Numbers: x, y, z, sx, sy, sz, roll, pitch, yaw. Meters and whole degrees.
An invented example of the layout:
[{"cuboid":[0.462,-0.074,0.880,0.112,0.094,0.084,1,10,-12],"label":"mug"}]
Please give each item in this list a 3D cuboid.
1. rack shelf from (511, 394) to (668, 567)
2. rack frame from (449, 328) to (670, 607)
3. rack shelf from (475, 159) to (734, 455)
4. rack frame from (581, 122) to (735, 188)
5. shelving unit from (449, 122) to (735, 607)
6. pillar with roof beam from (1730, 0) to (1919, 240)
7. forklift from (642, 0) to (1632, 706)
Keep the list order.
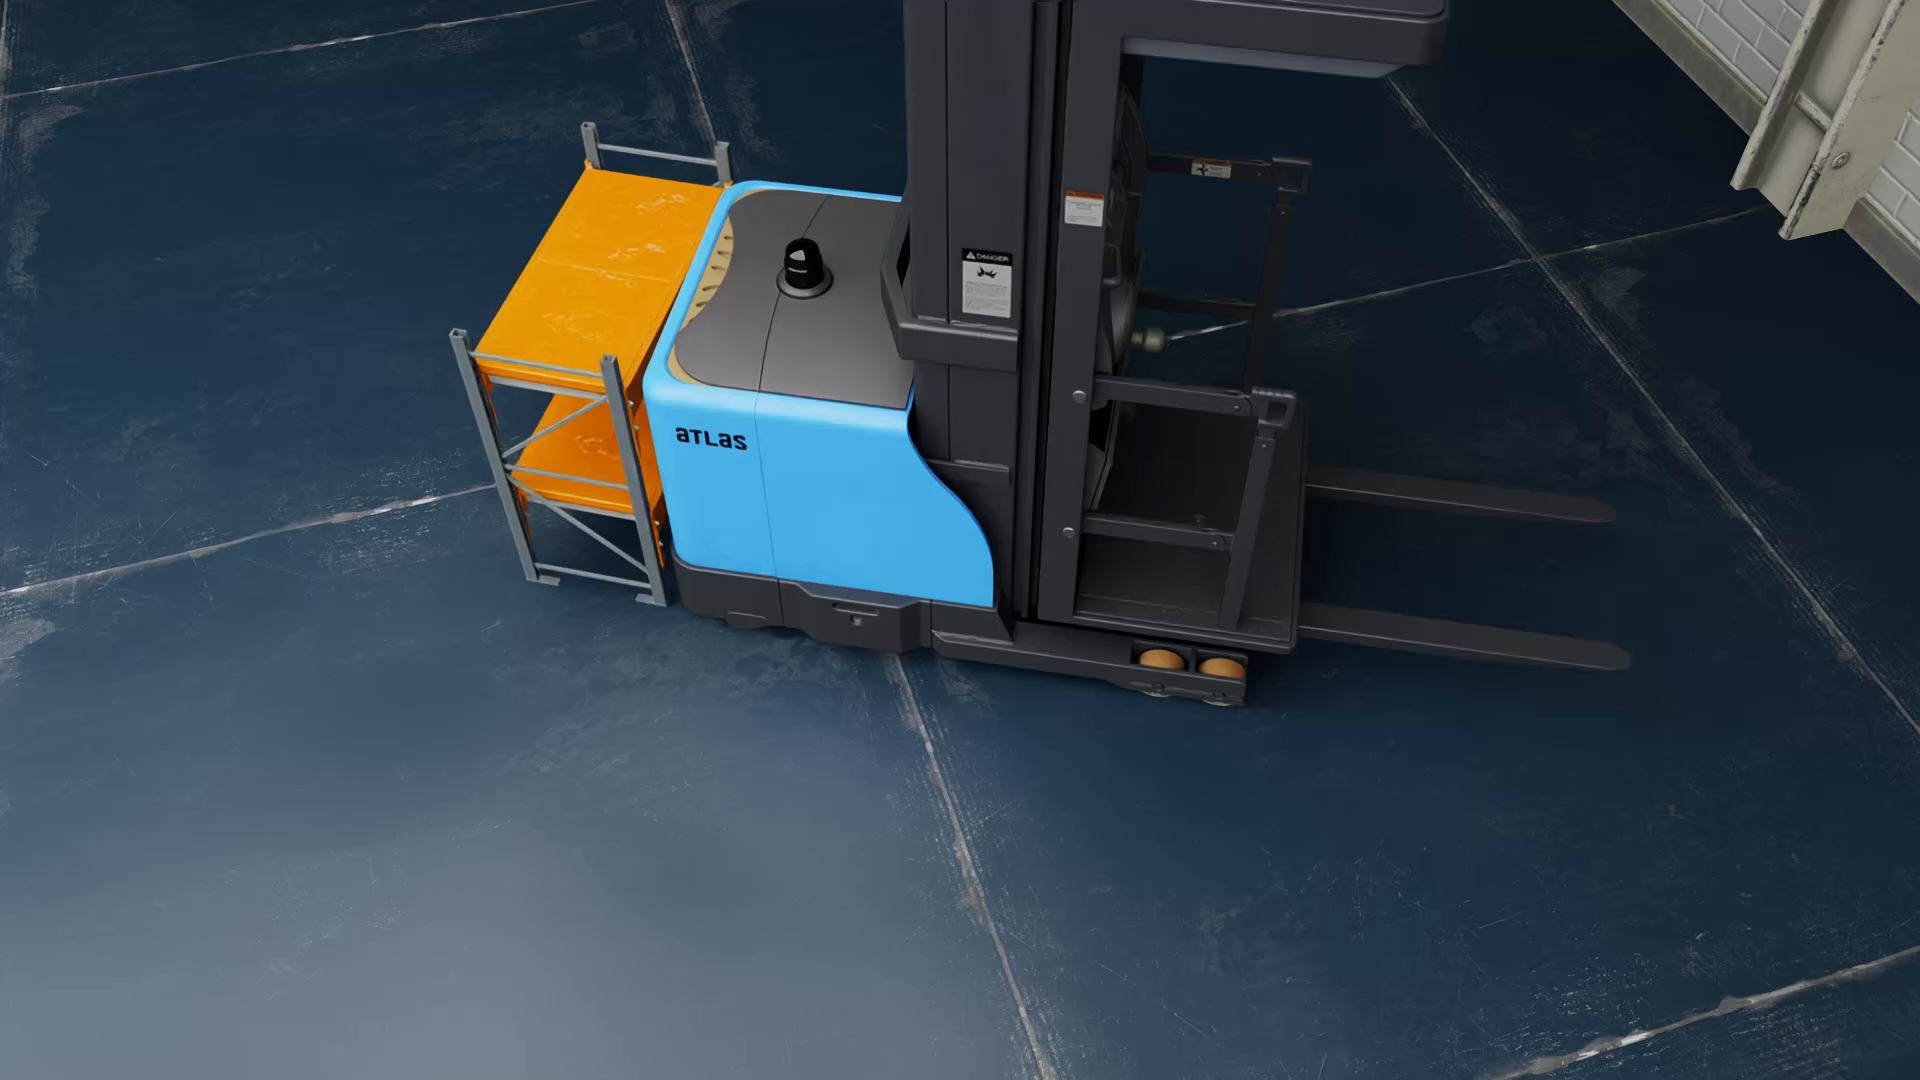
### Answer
[{"cuboid":[-1.105,-0.414,5.683,0.538,0.278,1.000,10,51,8],"label":"rack shelf"},{"cuboid":[-1.221,-0.193,5.177,0.500,1.125,0.032,10,51,8],"label":"rack frame"},{"cuboid":[-1.105,-0.760,5.272,0.538,0.278,1.000,10,51,8],"label":"rack shelf"},{"cuboid":[-0.989,-0.950,5.815,0.500,1.125,0.032,10,51,8],"label":"rack frame"},{"cuboid":[-1.105,-0.572,5.496,0.538,1.125,1.048,10,51,8],"label":"shelving unit"},{"cuboid":[-0.659,-3.327,2.669,9.100,9.000,0.400,-13,51,-11],"label":"pillar with roof beam"},{"cuboid":[0.637,-0.859,4.557,3.031,2.935,1.130,8,50,6],"label":"forklift"}]
